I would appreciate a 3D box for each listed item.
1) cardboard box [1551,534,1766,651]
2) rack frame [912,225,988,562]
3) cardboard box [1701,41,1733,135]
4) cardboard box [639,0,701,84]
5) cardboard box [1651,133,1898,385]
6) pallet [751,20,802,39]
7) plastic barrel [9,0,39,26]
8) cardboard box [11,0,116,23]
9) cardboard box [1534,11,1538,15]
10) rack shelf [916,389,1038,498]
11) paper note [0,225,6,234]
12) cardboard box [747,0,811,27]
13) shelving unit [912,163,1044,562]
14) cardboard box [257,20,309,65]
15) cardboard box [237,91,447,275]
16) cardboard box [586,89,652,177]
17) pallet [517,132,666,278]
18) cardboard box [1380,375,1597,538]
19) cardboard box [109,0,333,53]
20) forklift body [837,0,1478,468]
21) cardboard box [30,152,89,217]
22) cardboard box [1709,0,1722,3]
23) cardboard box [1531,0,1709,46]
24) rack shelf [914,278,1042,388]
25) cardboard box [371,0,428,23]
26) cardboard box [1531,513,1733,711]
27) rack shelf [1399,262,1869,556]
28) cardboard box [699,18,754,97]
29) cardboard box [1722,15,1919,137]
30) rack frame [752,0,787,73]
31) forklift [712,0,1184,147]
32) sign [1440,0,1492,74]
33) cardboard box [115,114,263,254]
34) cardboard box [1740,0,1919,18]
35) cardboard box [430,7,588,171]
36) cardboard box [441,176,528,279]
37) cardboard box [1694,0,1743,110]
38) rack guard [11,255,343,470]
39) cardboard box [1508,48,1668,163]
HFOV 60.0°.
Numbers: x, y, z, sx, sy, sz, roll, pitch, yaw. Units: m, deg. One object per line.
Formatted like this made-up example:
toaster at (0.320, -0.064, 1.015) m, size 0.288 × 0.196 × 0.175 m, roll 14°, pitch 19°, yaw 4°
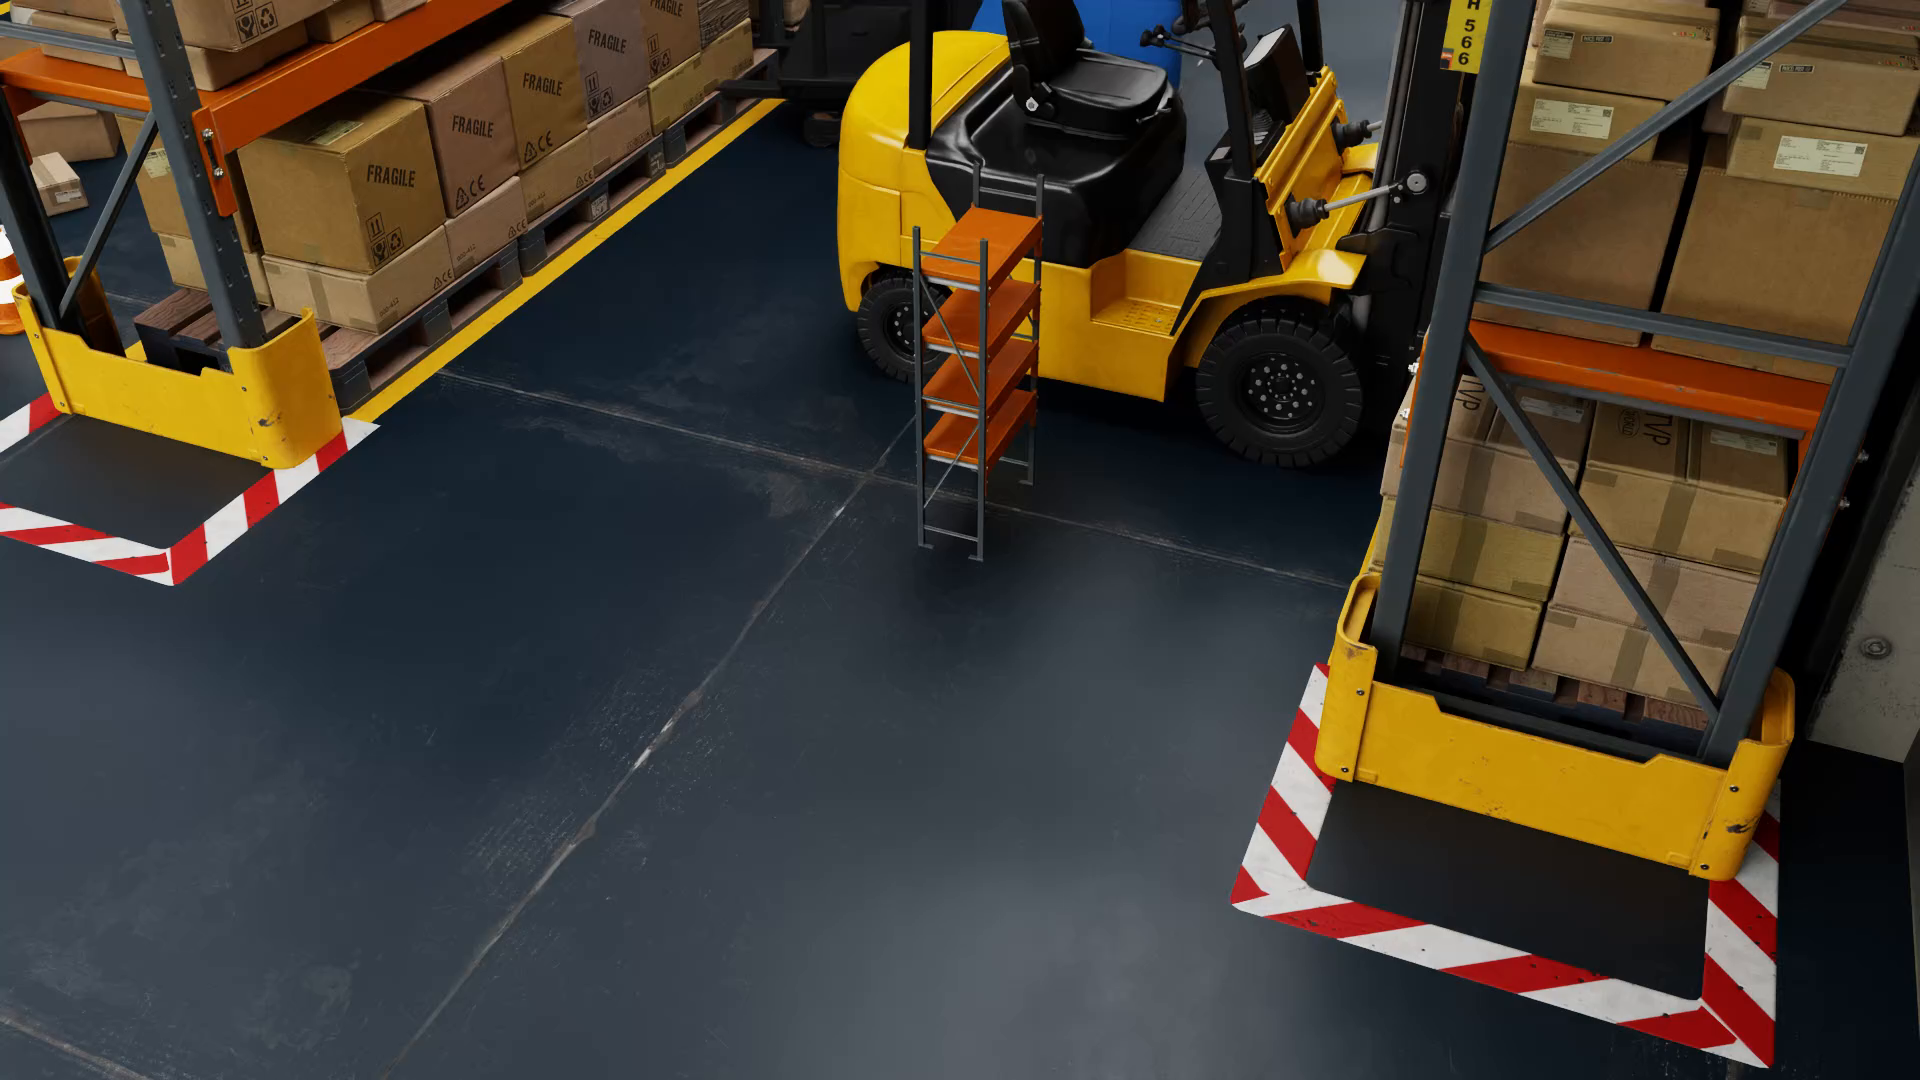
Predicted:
cardboard box at (2.007, 0.015, 4.753) m, size 0.500 × 0.250 × 0.500 m, roll 15°, pitch 39°, yaw 19°
rack frame at (-0.030, -0.437, 5.333) m, size 0.240 × 1.200 × 0.015 m, roll 14°, pitch 39°, yaw 18°
cardboard box at (2.040, -1.085, 4.070) m, size 0.380 × 0.149 × 0.250 m, roll 14°, pitch 39°, yaw 18°
cardboard box at (-1.603, -2.545, 7.969) m, size 0.500 × 0.500 × 0.500 m, roll 15°, pitch 39°, yaw 19°
cardboard box at (2.081, -0.756, 4.173) m, size 0.500 × 0.500 × 0.500 m, roll 15°, pitch 39°, yaw 19°
pallet at (-1.139, -3.163, 9.805) m, size 1.003 × 0.211 × 1.213 m, roll 14°, pitch 39°, yaw 18°
plastic barrel at (-5.063, -2.910, 9.290) m, size 0.421 × 0.421 × 0.512 m, roll -17°, pitch 40°, yaw -22°
cardboard box at (-3.004, -2.156, 5.797) m, size 0.500 × 0.500 × 0.500 m, roll 13°, pitch 39°, yaw 17°
cardboard box at (1.786, -1.162, 4.716) m, size 0.500 × 0.500 × 0.500 m, roll 15°, pitch 39°, yaw 19°
rack shelf at (0.063, -0.359, 5.673) m, size 0.258 × 0.148 × 0.480 m, roll 14°, pitch 39°, yaw 18°
paper note at (-4.437, -1.421, 7.626) m, size 0.148 × 0.019 × 0.142 m, roll 1°, pitch 37°, yaw 2°
cardboard box at (-1.237, -3.255, 9.443) m, size 0.950 × 0.372 × 0.625 m, roll 14°, pitch 39°, yaw 18°
shelving unit at (0.063, -0.572, 5.513) m, size 0.258 × 1.200 × 0.503 m, roll 14°, pitch 39°, yaw 18°
cardboard box at (-2.553, -1.817, 5.885) m, size 0.380 × 0.149 × 0.250 m, roll 14°, pitch 39°, yaw 18°
cardboard box at (-2.385, -1.398, 6.434) m, size 0.500 × 0.500 × 0.500 m, roll 13°, pitch 39°, yaw 16°
cardboard box at (-1.802, -1.949, 7.798) m, size 0.500 × 0.250 × 0.500 m, roll 14°, pitch 39°, yaw 18°
pallet at (-2.120, -1.674, 7.813) m, size 1.003 × 0.211 × 1.213 m, roll 14°, pitch 39°, yaw 18°
cardboard box at (1.523, -0.298, 4.754) m, size 0.500 × 0.250 × 0.500 m, roll 15°, pitch 39°, yaw 19°
cardboard box at (-2.519, -1.992, 5.577) m, size 0.500 × 0.500 × 0.500 m, roll 13°, pitch 39°, yaw 17°
forklift body at (0.670, -1.631, 6.135) m, size 2.313 × 2.155 × 1.214 m, roll 14°, pitch 39°, yaw 18°
cardboard box at (-4.326, -1.677, 7.870) m, size 0.250 × 0.149 × 0.380 m, roll -25°, pitch 43°, yaw -29°
cardboard box at (1.880, -1.586, 4.493) m, size 0.380 × 0.149 × 0.250 m, roll 14°, pitch 39°, yaw 18°
cardboard box at (1.642, -1.314, 4.129) m, size 0.380 × 0.149 × 0.250 m, roll 14°, pitch 39°, yaw 18°
rack shelf at (0.063, -0.698, 5.420) m, size 0.258 × 0.148 × 0.480 m, roll 14°, pitch 39°, yaw 18°
cardboard box at (-2.237, -2.075, 6.231) m, size 0.380 × 0.149 × 0.250 m, roll 14°, pitch 39°, yaw 18°
cardboard box at (2.003, 0.201, 4.922) m, size 0.500 × 0.250 × 0.500 m, roll 14°, pitch 39°, yaw 18°
rack shelf at (2.397, -1.324, 5.617) m, size 1.077 × 0.370 × 4.000 m, roll 14°, pitch 39°, yaw 18°
cardboard box at (-1.410, -2.527, 8.571) m, size 0.500 × 0.250 × 0.500 m, roll 16°, pitch 40°, yaw 20°
cardboard box at (1.961, -1.061, 3.791) m, size 0.380 × 0.149 × 0.250 m, roll 13°, pitch 39°, yaw 17°
rack frame at (-1.434, -3.848, 8.393) m, size 1.000 × 3.000 × 0.127 m, roll 14°, pitch 39°, yaw 18°
forklift at (-0.387, -3.463, 7.935) m, size 3.031 × 2.935 × 1.130 m, roll 2°, pitch 37°, yaw 3°
sign at (1.139, -1.195, 3.678) m, size 0.100 × 0.325 × 0.005 m, roll 14°, pitch 39°, yaw 18°
cardboard box at (-2.892, -1.504, 6.576) m, size 0.500 × 0.500 × 0.500 m, roll 14°, pitch 39°, yaw 18°
cardboard box at (2.179, -1.348, 4.174) m, size 0.380 × 0.149 × 0.250 m, roll 15°, pitch 39°, yaw 19°
cardboard box at (-1.992, -1.964, 7.192) m, size 0.500 × 0.500 × 0.500 m, roll 15°, pitch 39°, yaw 19°
cardboard box at (-2.192, -1.365, 7.017) m, size 0.500 × 0.250 × 0.500 m, roll 15°, pitch 39°, yaw 19°
cardboard box at (2.446, -1.329, 4.939) m, size 0.500 × 0.500 × 0.500 m, roll 13°, pitch 39°, yaw 17°
rack guard at (-2.927, -0.674, 6.235) m, size 1.175 × 0.500 × 0.348 m, roll 14°, pitch 39°, yaw 18°
cardboard box at (1.509, -1.061, 4.038) m, size 0.380 × 0.149 × 0.250 m, roll 14°, pitch 39°, yaw 18°
